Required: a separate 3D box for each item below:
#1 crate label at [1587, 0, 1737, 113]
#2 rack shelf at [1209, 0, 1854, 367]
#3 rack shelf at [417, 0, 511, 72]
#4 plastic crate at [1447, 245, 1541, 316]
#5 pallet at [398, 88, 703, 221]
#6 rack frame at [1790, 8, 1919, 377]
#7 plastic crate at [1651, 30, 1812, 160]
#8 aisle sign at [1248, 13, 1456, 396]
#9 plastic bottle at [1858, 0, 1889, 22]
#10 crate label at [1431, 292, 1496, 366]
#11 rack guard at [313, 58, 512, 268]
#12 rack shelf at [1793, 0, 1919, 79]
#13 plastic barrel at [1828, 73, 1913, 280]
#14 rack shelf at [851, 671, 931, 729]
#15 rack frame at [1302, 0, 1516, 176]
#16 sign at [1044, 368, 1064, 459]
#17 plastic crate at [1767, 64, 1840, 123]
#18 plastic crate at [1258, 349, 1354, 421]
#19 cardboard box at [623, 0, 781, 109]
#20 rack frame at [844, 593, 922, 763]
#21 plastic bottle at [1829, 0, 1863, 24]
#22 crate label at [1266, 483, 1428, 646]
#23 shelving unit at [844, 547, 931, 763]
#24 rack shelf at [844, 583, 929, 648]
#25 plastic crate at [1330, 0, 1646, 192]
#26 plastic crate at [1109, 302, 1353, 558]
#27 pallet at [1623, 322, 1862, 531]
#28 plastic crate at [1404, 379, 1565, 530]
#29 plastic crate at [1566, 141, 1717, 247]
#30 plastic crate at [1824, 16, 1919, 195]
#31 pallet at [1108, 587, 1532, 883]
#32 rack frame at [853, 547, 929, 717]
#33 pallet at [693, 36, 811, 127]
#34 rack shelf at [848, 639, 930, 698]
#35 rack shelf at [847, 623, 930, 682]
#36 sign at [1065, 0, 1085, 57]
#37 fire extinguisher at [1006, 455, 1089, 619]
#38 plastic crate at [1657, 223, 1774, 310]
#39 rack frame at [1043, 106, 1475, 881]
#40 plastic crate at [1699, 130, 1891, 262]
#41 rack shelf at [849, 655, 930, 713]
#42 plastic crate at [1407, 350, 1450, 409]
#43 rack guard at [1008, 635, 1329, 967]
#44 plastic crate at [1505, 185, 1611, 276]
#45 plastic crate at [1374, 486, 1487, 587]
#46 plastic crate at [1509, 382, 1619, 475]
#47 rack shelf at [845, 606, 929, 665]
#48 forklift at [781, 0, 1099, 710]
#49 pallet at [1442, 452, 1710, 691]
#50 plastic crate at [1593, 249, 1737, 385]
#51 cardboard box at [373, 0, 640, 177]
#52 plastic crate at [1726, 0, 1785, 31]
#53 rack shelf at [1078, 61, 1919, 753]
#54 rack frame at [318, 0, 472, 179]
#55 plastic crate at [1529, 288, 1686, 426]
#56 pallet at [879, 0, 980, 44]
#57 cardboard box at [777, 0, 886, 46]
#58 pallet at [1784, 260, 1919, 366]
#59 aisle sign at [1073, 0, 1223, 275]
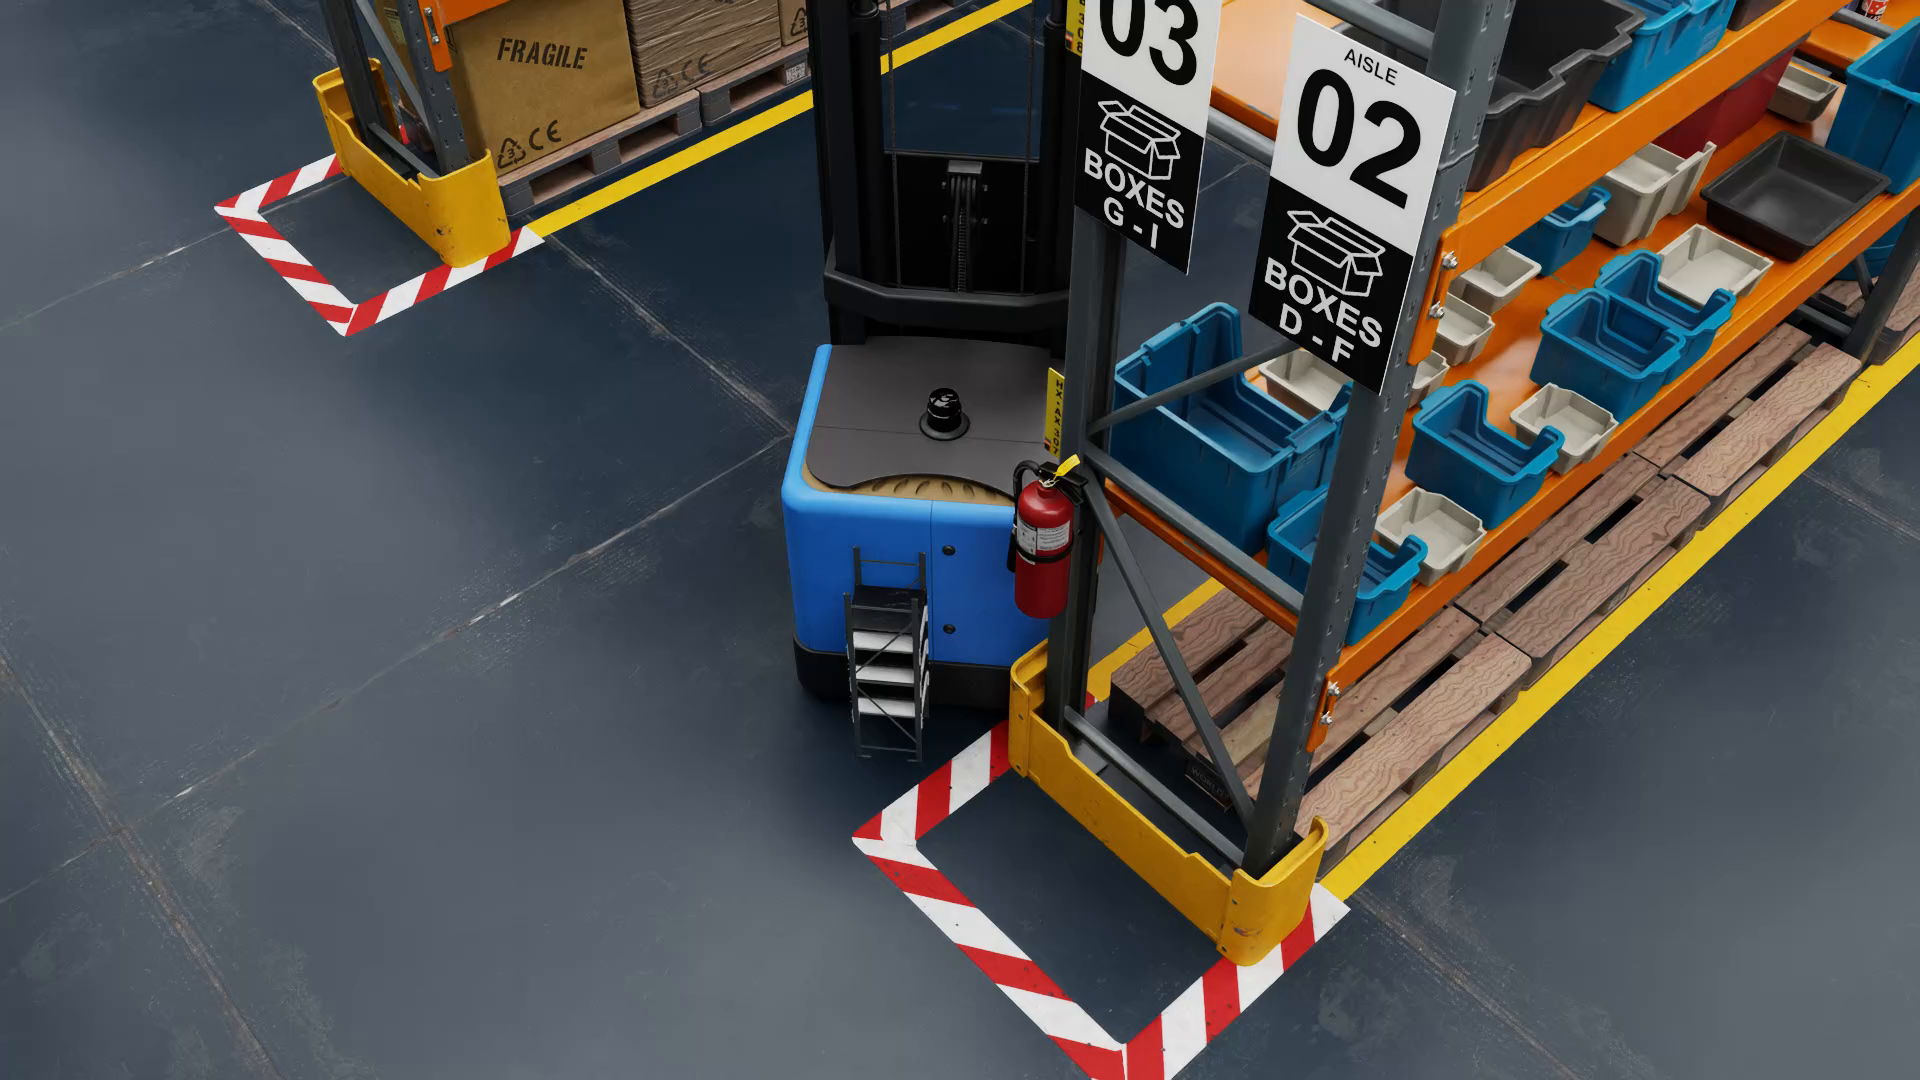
[{"bbox_3d":[1.575,-1.265,3.937,0.502,0.251,0.408,-34,56,-27],"label":"crate label"},{"bbox_3d":[2.155,-1.780,4.800,4.000,0.370,1.077,-34,56,-27],"label":"rack shelf"},{"bbox_3d":[-1.177,-3.456,8.388,4.000,0.370,1.077,-34,56,-27],"label":"rack shelf"},{"bbox_3d":[1.777,-0.894,5.672,0.250,0.136,0.298,-34,56,-27],"label":"plastic crate"},{"bbox_3d":[-2.118,-2.204,8.640,1.213,0.211,1.003,-34,56,-27],"label":"pallet"},{"bbox_3d":[3.634,-1.996,6.551,0.127,3.000,1.000,-34,56,-27],"label":"rack frame"},{"bbox_3d":[2.805,-1.733,6.224,0.583,0.464,0.402,-34,56,-27],"label":"plastic crate"},{"bbox_3d":[0.821,-0.703,3.589,0.004,0.787,0.394,-34,56,-27],"label":"aisle sign"},{"bbox_3d":[3.806,-2.241,6.912,0.097,0.201,0.097,0,47,0],"label":"plastic bottle"},{"bbox_3d":[1.570,-0.737,5.528,0.243,0.136,0.396,-34,56,-27],"label":"crate label"},{"bbox_3d":[-2.675,-1.852,8.119,0.348,0.500,1.175,-34,56,-27],"label":"rack guard"},{"bbox_3d":[5.114,-2.741,7.727,4.000,0.370,1.077,-34,56,-27],"label":"rack shelf"},{"bbox_3d":[4.048,-1.686,7.407,0.708,0.901,0.600,-34,56,-27],"label":"plastic barrel"},{"bbox_3d":[-0.245,0.558,5.913,0.258,0.077,0.200,5,47,4],"label":"rack shelf"},{"bbox_3d":[0.675,-2.053,2.521,0.127,3.000,1.000,-34,56,-27],"label":"rack frame"},{"bbox_3d":[0.293,-0.365,4.934,0.005,0.325,0.100,-34,56,-27],"label":"sign"},{"bbox_3d":[3.194,-1.774,6.485,0.243,0.136,0.396,-34,56,-27],"label":"plastic crate"},{"bbox_3d":[1.156,-0.451,5.264,0.243,0.136,0.396,-34,56,-27],"label":"plastic crate"},{"bbox_3d":[-1.564,-2.943,8.585,0.875,0.875,0.875,-34,56,-27],"label":"cardboard box"},{"bbox_3d":[-0.256,0.487,5.688,0.240,0.900,0.006,5,47,4],"label":"rack frame"},{"bbox_3d":[3.709,-2.324,6.938,0.135,0.276,0.152,-34,56,-27],"label":"plastic bottle"},{"bbox_3d":[1.079,0.075,4.713,0.303,0.233,0.416,-34,56,-27],"label":"crate label"},{"bbox_3d":[-0.245,0.413,5.757,0.258,0.900,0.210,5,47,4],"label":"shelving unit"},{"bbox_3d":[-0.245,0.252,5.583,0.258,0.077,0.200,5,47,4],"label":"rack shelf"},{"bbox_3d":[1.147,-1.030,3.707,0.590,0.269,0.497,-34,56,-27],"label":"plastic crate"},{"bbox_3d":[0.797,-0.318,4.937,0.499,0.435,0.616,-34,56,-27],"label":"plastic crate"},{"bbox_3d":[3.116,-0.666,7.221,1.213,0.211,1.003,-34,56,-27],"label":"pallet"},{"bbox_3d":[1.566,-0.250,5.013,0.300,0.233,0.416,-34,56,-27],"label":"plastic crate"},{"bbox_3d":[2.381,-1.321,5.968,0.530,0.282,0.437,-34,56,-27],"label":"plastic crate"},{"bbox_3d":[3.518,-1.595,6.150,0.575,0.384,0.392,-34,56,-27],"label":"plastic crate"},{"bbox_3d":[1.311,0.541,6.107,1.213,0.211,1.003,-34,56,-27],"label":"pallet"},{"bbox_3d":[-0.234,0.339,5.825,0.240,0.900,0.006,5,47,4],"label":"rack frame"},{"bbox_3d":[-1.216,-2.804,9.193,1.213,0.211,1.003,-34,56,-27],"label":"pallet"},{"bbox_3d":[-0.245,0.436,5.781,0.258,0.077,0.200,5,47,4],"label":"rack shelf"},{"bbox_3d":[-0.245,0.375,5.715,0.258,0.077,0.200,5,47,4],"label":"rack shelf"},{"bbox_3d":[0.293,-1.291,3.930,0.005,0.325,0.100,-34,56,-27],"label":"sign"},{"bbox_3d":[0.258,-0.038,5.050,0.183,0.674,0.296,-34,56,-27],"label":"fire extinguisher"},{"bbox_3d":[2.548,-0.902,5.680,0.466,0.136,0.293,-34,56,-27],"label":"plastic crate"},{"bbox_3d":[0.675,-0.018,4.726,0.127,3.000,1.000,-34,56,-27],"label":"rack frame"},{"bbox_3d":[2.987,-1.223,5.984,0.590,0.125,0.437,-34,56,-27],"label":"plastic crate"},{"bbox_3d":[-0.245,0.497,5.847,0.258,0.077,0.200,5,47,4],"label":"rack shelf"},{"bbox_3d":[1.381,-0.586,5.388,0.243,0.136,0.396,-34,56,-27],"label":"plastic crate"},{"bbox_3d":[0.666,0.848,5.627,0.348,0.500,1.175,-34,56,-27],"label":"rack guard"},{"bbox_3d":[2.022,-1.137,5.831,0.300,0.233,0.416,-34,56,-27],"label":"plastic crate"},{"bbox_3d":[1.372,-0.006,4.853,0.298,0.136,0.250,-34,56,-27],"label":"plastic crate"},{"bbox_3d":[1.874,-0.341,5.162,0.298,0.136,0.250,-34,56,-27],"label":"plastic crate"},{"bbox_3d":[-0.245,0.314,5.649,0.258,0.077,0.200,5,47,4],"label":"rack shelf"},{"bbox_3d":[0.068,-1.451,6.094,1.130,2.935,3.031,5,47,4],"label":"forklift"},{"bbox_3d":[2.213,-0.059,6.661,1.213,0.211,1.003,-34,56,-27],"label":"pallet"},{"bbox_3d":[2.275,-0.724,5.450,0.300,0.233,0.416,-34,56,-27],"label":"plastic crate"},{"bbox_3d":[-2.237,-2.493,8.170,0.875,0.875,0.875,-34,56,-27],"label":"cardboard box"},{"bbox_3d":[1.990,-1.620,4.205,0.767,0.338,0.504,-34,56,-27],"label":"plastic crate"},{"bbox_3d":[2.155,-0.763,5.903,4.000,0.370,1.077,-34,56,-27],"label":"rack shelf"},{"bbox_3d":[-2.657,-2.711,7.211,0.127,3.000,1.000,-34,56,-27],"label":"rack frame"},{"bbox_3d":[2.053,-0.576,5.313,0.300,0.233,0.416,-34,56,-27],"label":"plastic crate"},{"bbox_3d":[-0.313,-3.410,9.753,1.213,0.211,1.003,-34,56,-27],"label":"pallet"},{"bbox_3d":[-0.906,-3.383,8.991,0.875,0.875,0.875,-34,56,-27],"label":"cardboard box"},{"bbox_3d":[4.233,-1.409,7.907,1.213,0.211,1.003,-34,56,-27],"label":"pallet"},{"bbox_3d":[0.425,-1.023,3.885,0.004,0.787,0.394,-34,56,-27],"label":"aisle sign"}]
